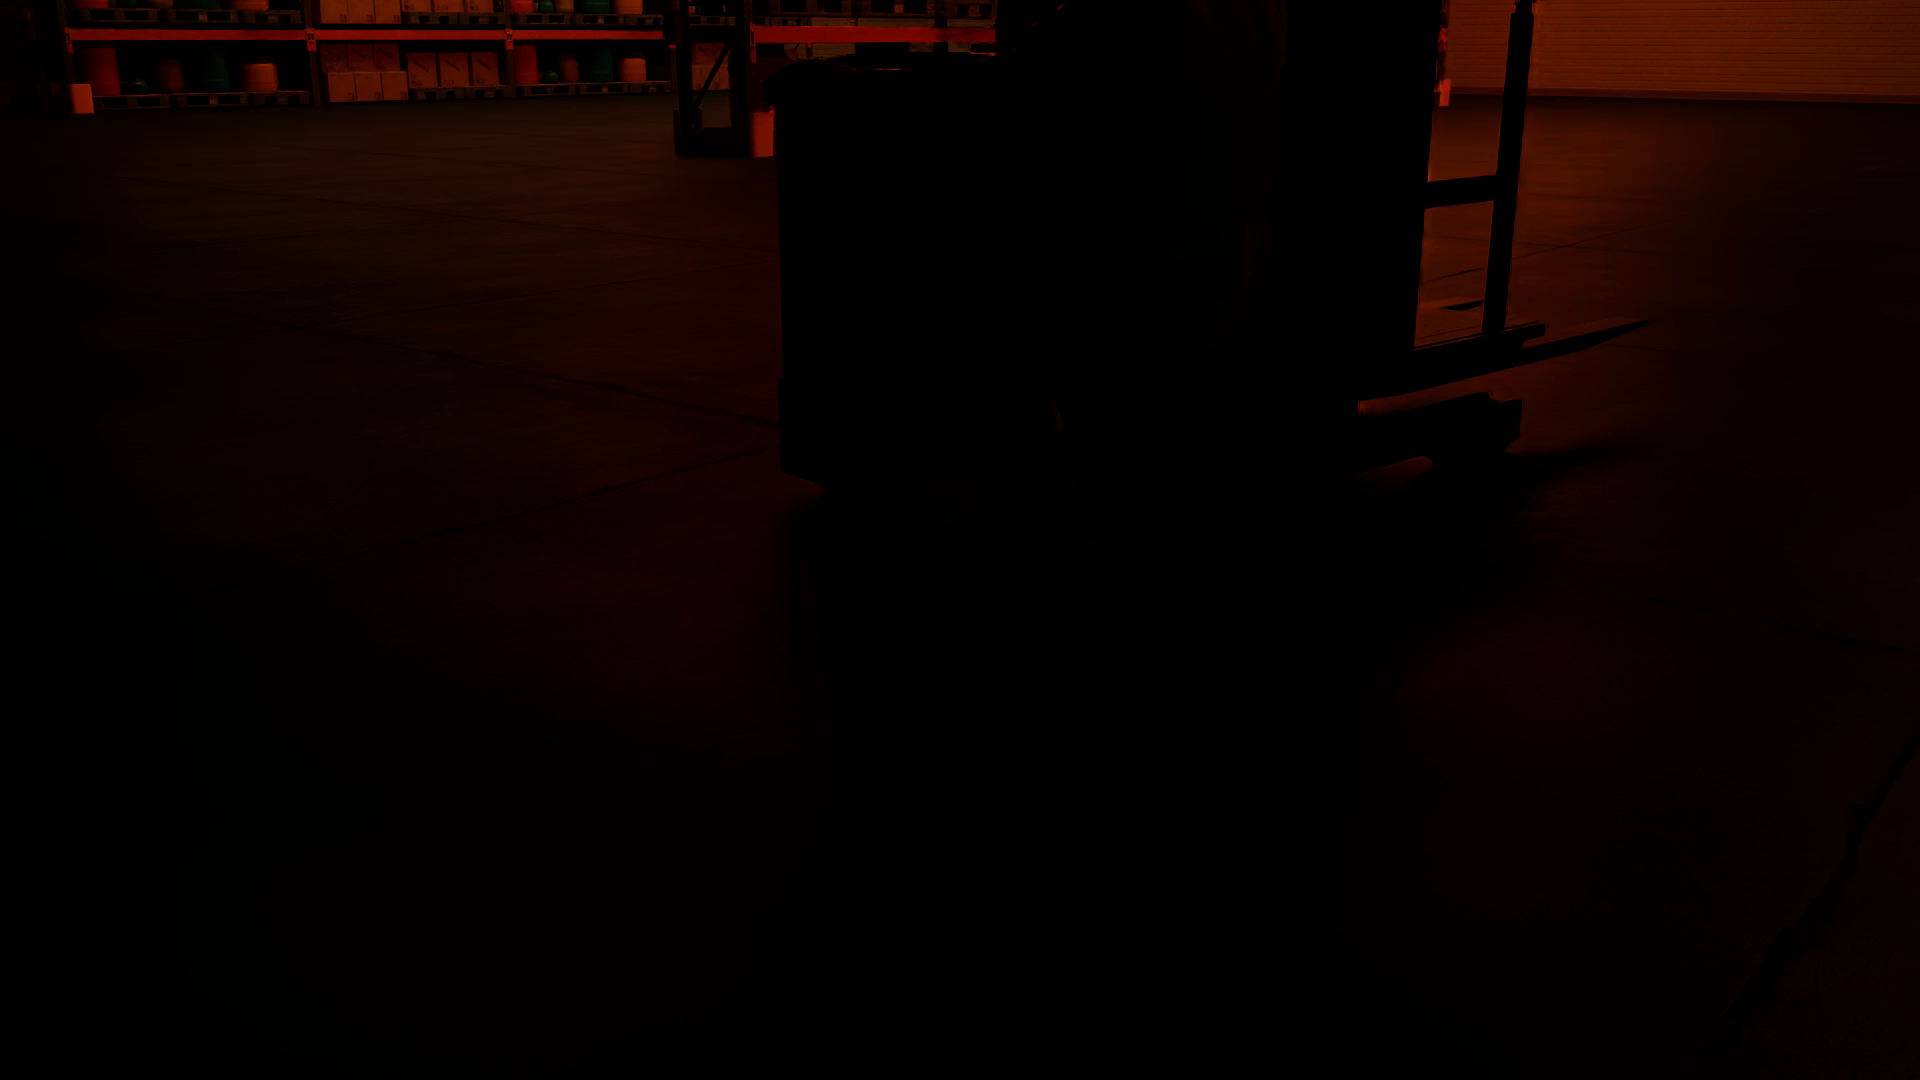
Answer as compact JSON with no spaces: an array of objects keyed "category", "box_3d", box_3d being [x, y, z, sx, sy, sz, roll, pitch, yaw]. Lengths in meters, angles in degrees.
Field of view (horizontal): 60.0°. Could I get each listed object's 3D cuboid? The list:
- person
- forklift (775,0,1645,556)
[{"category":"person","box_3d":[0.151,-0.549,3.105,0.871,1.550,1.070,7,18,21]},{"category":"forklift","box_3d":[0.966,-1.706,4.515,3.031,2.935,1.130,-15,22,-40]}]
